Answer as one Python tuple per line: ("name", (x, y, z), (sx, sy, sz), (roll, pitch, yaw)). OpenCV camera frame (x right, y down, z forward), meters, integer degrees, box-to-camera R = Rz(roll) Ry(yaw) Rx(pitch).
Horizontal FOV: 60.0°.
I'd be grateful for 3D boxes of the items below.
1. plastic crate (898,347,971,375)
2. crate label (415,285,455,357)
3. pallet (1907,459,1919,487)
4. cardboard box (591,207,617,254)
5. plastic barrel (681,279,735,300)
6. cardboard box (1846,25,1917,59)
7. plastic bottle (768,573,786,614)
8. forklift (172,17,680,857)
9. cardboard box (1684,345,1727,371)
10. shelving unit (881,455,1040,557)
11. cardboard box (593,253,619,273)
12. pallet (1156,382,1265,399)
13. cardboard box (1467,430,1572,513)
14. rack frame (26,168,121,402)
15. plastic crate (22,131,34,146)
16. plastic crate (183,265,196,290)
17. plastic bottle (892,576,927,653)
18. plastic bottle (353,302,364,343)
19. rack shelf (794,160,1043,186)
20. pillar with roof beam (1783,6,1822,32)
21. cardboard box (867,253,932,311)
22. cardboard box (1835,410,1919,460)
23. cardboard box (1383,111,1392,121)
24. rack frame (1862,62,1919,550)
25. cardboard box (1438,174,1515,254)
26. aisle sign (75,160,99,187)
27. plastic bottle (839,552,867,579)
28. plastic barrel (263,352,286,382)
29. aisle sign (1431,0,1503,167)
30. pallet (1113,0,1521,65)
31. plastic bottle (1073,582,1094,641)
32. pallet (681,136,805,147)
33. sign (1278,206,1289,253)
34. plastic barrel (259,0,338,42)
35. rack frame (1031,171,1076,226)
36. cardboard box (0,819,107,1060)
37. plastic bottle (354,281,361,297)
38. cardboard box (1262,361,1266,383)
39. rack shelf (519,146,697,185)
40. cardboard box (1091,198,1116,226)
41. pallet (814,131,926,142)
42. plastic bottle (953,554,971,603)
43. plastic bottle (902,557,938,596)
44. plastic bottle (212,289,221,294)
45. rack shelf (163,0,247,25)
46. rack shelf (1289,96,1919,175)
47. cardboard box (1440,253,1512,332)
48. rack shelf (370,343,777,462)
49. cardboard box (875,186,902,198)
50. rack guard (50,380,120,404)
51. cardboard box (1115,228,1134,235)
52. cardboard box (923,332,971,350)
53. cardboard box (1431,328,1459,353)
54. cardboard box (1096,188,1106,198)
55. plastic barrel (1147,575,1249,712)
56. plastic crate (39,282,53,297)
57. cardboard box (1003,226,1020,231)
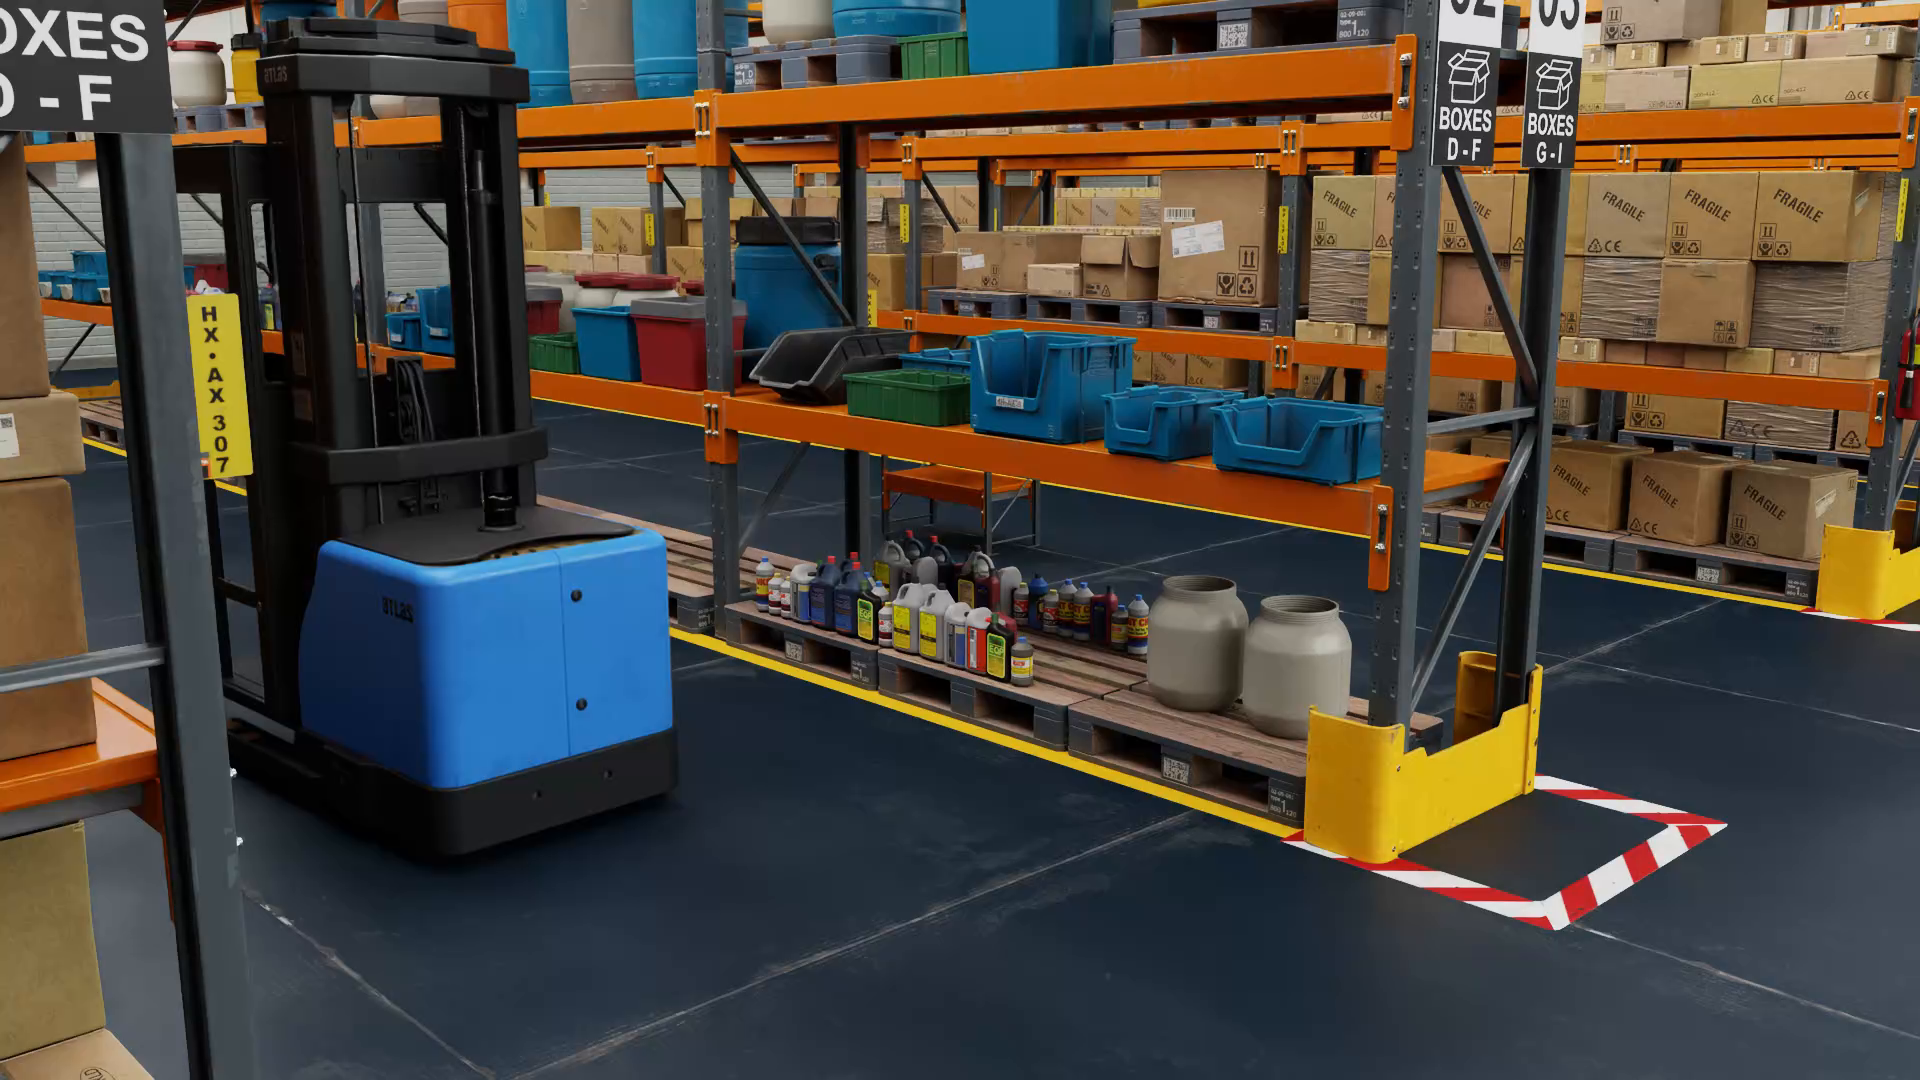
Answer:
("plastic crate", (0.055, -0.810, 8.278), (0.499, 0.251, 0.616), (-11, 16, -43))
("crate label", (-3.177, -1.425, 10.807), (0.502, 0.435, 0.616), (-11, 16, -43))
("pallet", (8.488, -0.529, 13.458), (1.003, 0.211, 1.213), (-11, 16, -43))
("cardboard box", (-3.702, -3.407, 18.293), (0.500, 0.500, 0.500), (-11, 16, -42))
("plastic barrel", (-1.407, -1.243, 9.676), (0.433, 0.535, 0.433), (0, 12, 0))
("cardboard box", (5.022, -2.701, 9.038), (0.380, 0.149, 0.250), (-11, 16, -43))
("plastic bottle", (-0.932, 0.271, 8.507), (0.097, 0.201, 0.097), (0, 12, 0))
("forklift", (-2.501, -0.551, 6.824), (3.031, 2.935, 1.130), (11, 16, 43))
("cardboard box", (4.550, -1.107, 9.975), (0.380, 0.149, 0.250), (-11, 16, -43))
("shelving unit", (-0.005, -0.552, 11.303), (0.538, 1.125, 1.048), (-11, 16, -43))
("cardboard box", (-3.702, -3.040, 18.366), (0.500, 0.250, 0.500), (-10, 15, -41))
("pallet", (3.033, -1.705, 19.166), (1.003, 0.211, 1.213), (-11, 16, -43))
("cardboard box", (3.811, -0.452, 11.326), (0.500, 0.500, 0.500), (10, 15, 40))
("rack frame", (-9.192, -2.758, 17.364), (1.000, 3.000, 0.127), (-11, 16, -43))
("plastic crate", (-9.128, -4.068, 16.613), (0.497, 0.269, 0.590), (-11, 16, -43))
("plastic crate", (-6.999, -2.216, 14.626), (0.392, 0.384, 0.575), (-11, 16, -43))
("plastic bottle", (-0.224, 0.341, 7.799), (0.144, 0.351, 0.185), (-11, 16, -43))
("plastic bottle", (-4.256, -1.533, 11.707), (0.061, 0.283, 0.133), (-11, 16, -43))
("rack shelf", (-0.572, -4.949, 22.350), (1.077, 0.370, 4.000), (-11, 16, -43))
("pillar with roof beam", (9.108, -6.627, 21.279), (9.100, 9.000, 0.400), (-11, 16, -43))
("cardboard box", (-0.605, -2.367, 15.219), (0.500, 0.500, 0.500), (-10, 15, -41))
("cardboard box", (7.971, -1.172, 13.893), (0.875, 0.875, 0.875), (-11, 16, -43))
("cardboard box", (3.172, -2.915, 11.063), (0.500, 0.250, 0.500), (-11, 16, -43))
("rack frame", (5.439, -1.113, 9.380), (1.000, 3.000, 0.127), (-11, 16, -43))
("cardboard box", (3.495, -2.134, 10.874), (0.500, 0.500, 0.500), (-11, 16, -43))
("aisle sign", (-9.030, -4.082, 17.351), (0.394, 0.787, 0.004), (-11, 16, -43))
("plastic bottle", (-0.544, 0.231, 8.331), (0.144, 0.351, 0.185), (-11, 16, -43))
("plastic barrel", (-5.578, -1.167, 13.801), (0.600, 0.901, 0.708), (-11, 16, -43))
("aisle sign", (1.692, -1.644, 5.516), (0.394, 0.787, 0.004), (-11, 16, -43))
("pallet", (1.356, -1.934, 6.399), (1.003, 0.211, 1.213), (-11, 16, -43))
("plastic bottle", (0.594, 0.340, 7.999), (0.097, 0.271, 0.097), (0, 12, 0))
("pallet", (-2.179, -4.113, 16.981), (1.217, 0.209, 0.805), (11, 16, 43))
("sign", (2.278, -2.186, 11.719), (0.100, 0.325, 0.005), (-11, 16, -43))
("plastic barrel", (-5.141, -3.867, 13.029), (0.600, 0.901, 0.708), (-11, 16, -43))
("rack frame", (1.557, -4.829, 27.417), (1.000, 3.000, 0.127), (-11, 16, -43))
("cardboard box", (-2.284, 0.859, 3.725), (0.500, 0.500, 0.500), (-11, 16, -43))
("plastic bottle", (-4.798, -1.901, 13.325), (0.144, 0.351, 0.185), (-11, 16, -43))
("cardboard box", (3.268, -2.077, 19.214), (0.500, 0.500, 0.500), (11, 16, 43))
("rack shelf", (-4.229, -4.273, 19.067), (1.077, 0.370, 4.000), (-11, 16, -43))
("cardboard box", (2.406, -5.110, 26.053), (0.500, 0.500, 0.500), (-11, 16, -43))
("pallet", (-0.568, -3.744, 15.184), (1.213, 0.211, 1.003), (-10, 15, -40))
("plastic bottle", (0.023, 0.208, 8.609), (0.061, 0.283, 0.133), (-10, 15, -39))
("plastic bottle", (-0.209, 0.218, 8.579), (0.152, 0.276, 0.135), (-11, 16, -43))
("plastic bottle", (-6.073, -1.916, 13.598), (0.097, 0.271, 0.097), (0, 12, 0))
("rack shelf", (-7.811, -4.856, 15.455), (1.077, 0.370, 4.000), (-11, 16, -43))
("rack shelf", (4.058, -2.522, 10.567), (1.077, 0.370, 4.000), (-11, 16, -43))
("cardboard box", (3.681, -1.680, 11.149), (0.875, 0.500, 0.500), (-11, 16, -43))
("rack shelf", (-2.286, -0.946, 10.353), (1.077, 0.370, 4.000), (-11, 16, -43))
("cardboard box", (-0.784, -4.481, 22.263), (0.500, 0.500, 0.500), (11, 16, 43))
("rack guard", (-9.218, -1.535, 17.624), (1.175, 0.500, 0.348), (-11, 16, -43))
("cardboard box", (2.010, -3.528, 19.208), (0.380, 0.149, 0.250), (-10, 15, -40))
("cardboard box", (-0.547, -1.549, 15.722), (0.875, 0.875, 1.225), (11, 16, 43))
("cardboard box", (3.286, -1.352, 11.163), (0.380, 0.149, 0.250), (-11, 16, -43))
("cardboard box", (2.346, -5.446, 26.078), (0.380, 0.149, 0.250), (-11, 16, -42))
("plastic barrel", (1.001, 0.431, 7.008), (0.421, 0.512, 0.421), (0, 12, 0))
("plastic crate", (-9.098, -2.518, 16.704), (0.250, 0.136, 0.298), (-11, 16, -43))
("cardboard box", (0.749, -3.793, 20.497), (0.380, 0.149, 0.250), (-10, 15, -40))
